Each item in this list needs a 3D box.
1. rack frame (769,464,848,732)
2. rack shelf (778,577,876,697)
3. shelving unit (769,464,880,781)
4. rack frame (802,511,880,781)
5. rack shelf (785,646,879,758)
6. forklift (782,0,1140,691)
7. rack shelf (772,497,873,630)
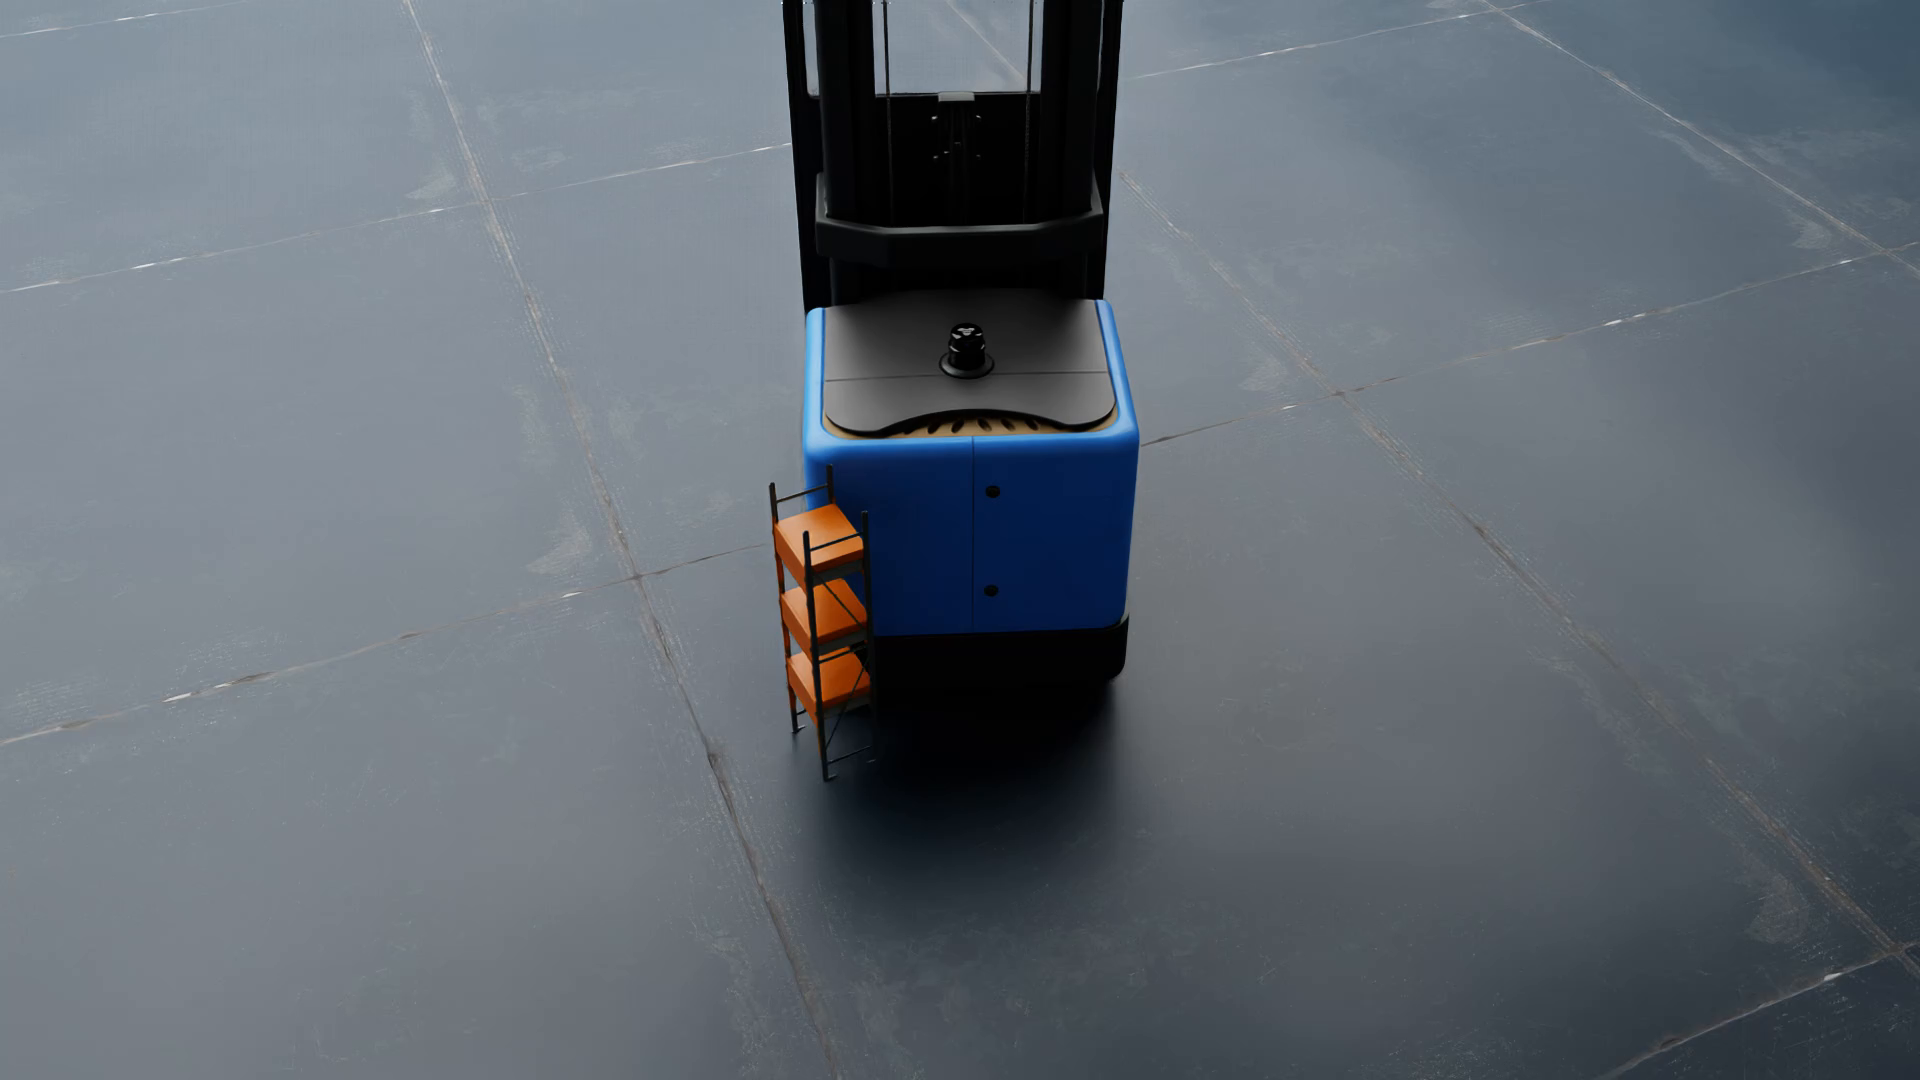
[{"bbox_3d":[-0.465,0.206,5.205,0.200,1.050,0.008,-19,44,-21],"label":"rack frame"},{"bbox_3d":[-0.409,0.284,5.130,0.215,0.259,0.240,-19,44,-21],"label":"rack shelf"},{"bbox_3d":[-0.409,0.276,5.123,0.215,1.050,0.252,-19,44,-21],"label":"shelving unit"},{"bbox_3d":[-0.352,0.347,5.041,0.200,1.050,0.008,-19,44,-21],"label":"rack frame"},{"bbox_3d":[-0.408,0.495,5.311,0.215,0.259,0.240,-19,44,-21],"label":"rack shelf"},{"bbox_3d":[-0.037,-1.549,5.804,1.130,2.935,3.031,-2,41,-2],"label":"forklift"},{"bbox_3d":[-0.409,0.069,4.945,0.215,0.259,0.240,-19,44,-21],"label":"rack shelf"}]
